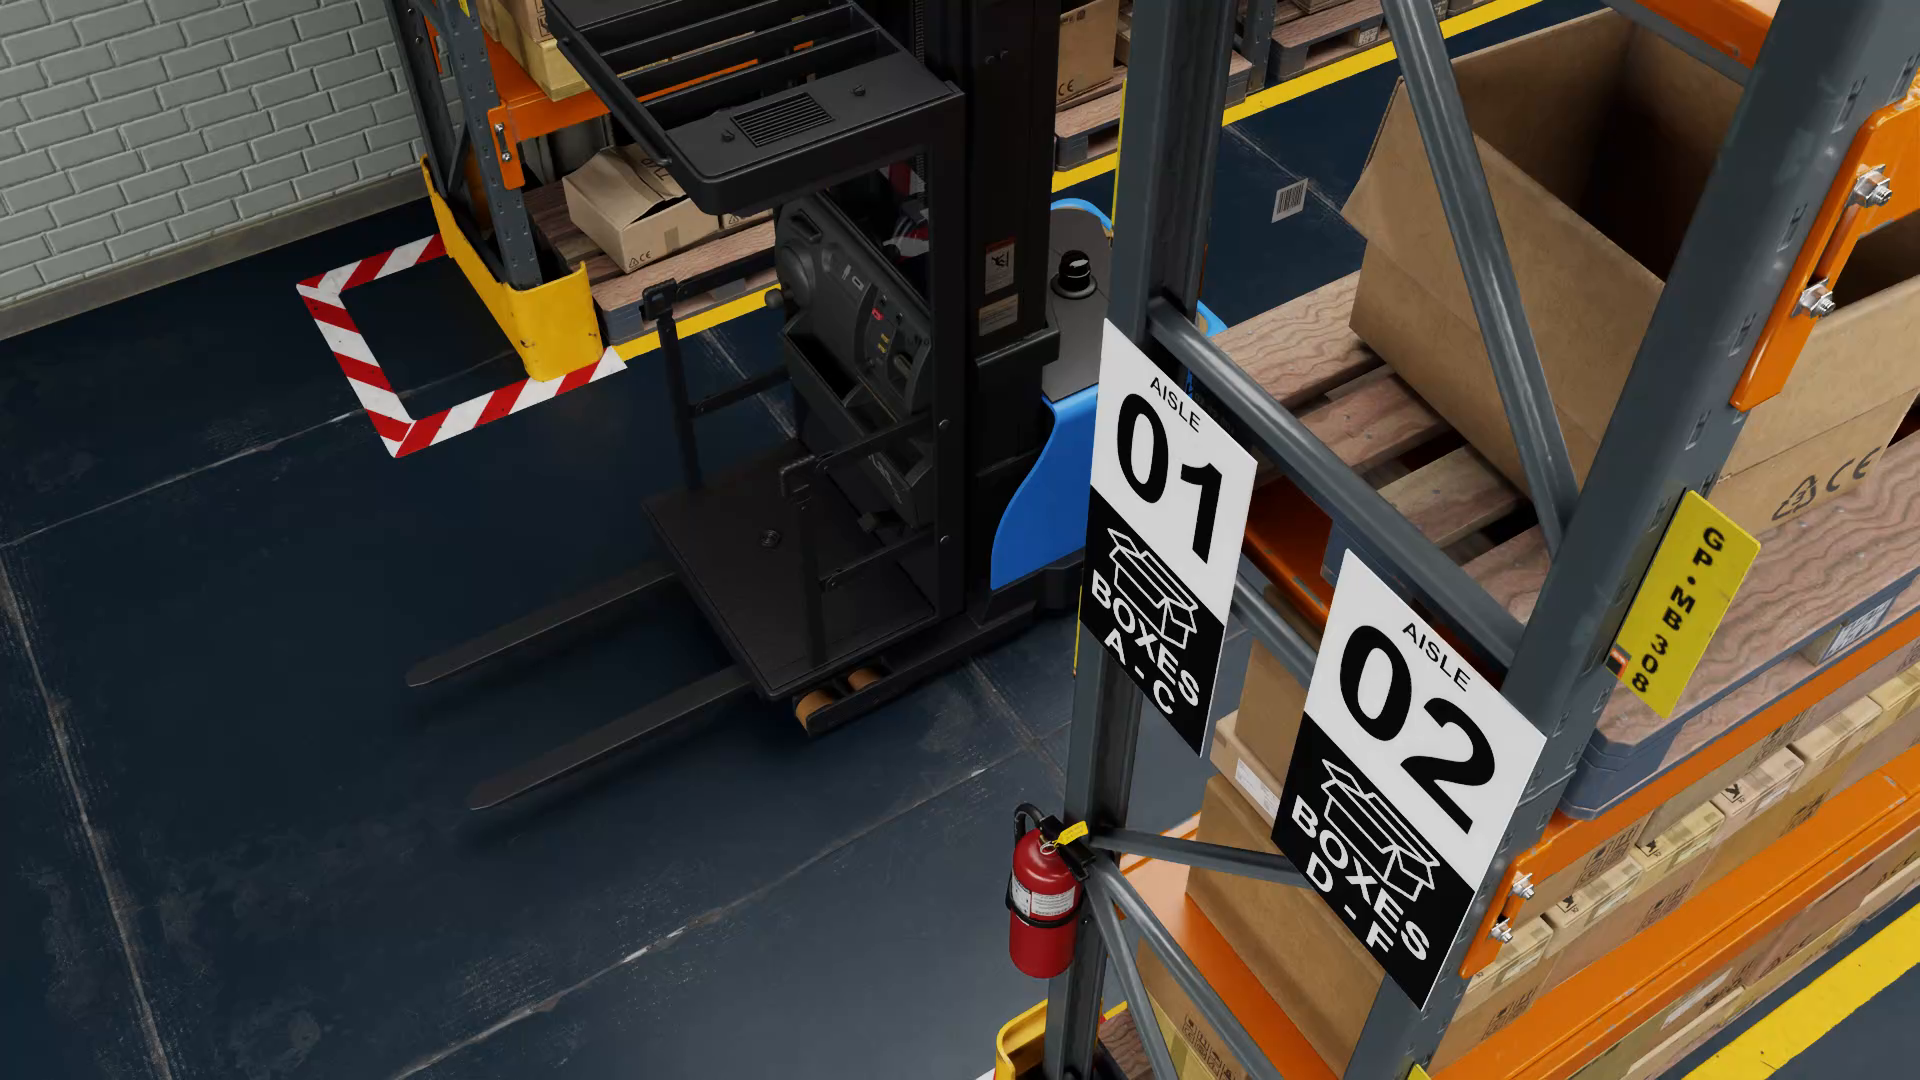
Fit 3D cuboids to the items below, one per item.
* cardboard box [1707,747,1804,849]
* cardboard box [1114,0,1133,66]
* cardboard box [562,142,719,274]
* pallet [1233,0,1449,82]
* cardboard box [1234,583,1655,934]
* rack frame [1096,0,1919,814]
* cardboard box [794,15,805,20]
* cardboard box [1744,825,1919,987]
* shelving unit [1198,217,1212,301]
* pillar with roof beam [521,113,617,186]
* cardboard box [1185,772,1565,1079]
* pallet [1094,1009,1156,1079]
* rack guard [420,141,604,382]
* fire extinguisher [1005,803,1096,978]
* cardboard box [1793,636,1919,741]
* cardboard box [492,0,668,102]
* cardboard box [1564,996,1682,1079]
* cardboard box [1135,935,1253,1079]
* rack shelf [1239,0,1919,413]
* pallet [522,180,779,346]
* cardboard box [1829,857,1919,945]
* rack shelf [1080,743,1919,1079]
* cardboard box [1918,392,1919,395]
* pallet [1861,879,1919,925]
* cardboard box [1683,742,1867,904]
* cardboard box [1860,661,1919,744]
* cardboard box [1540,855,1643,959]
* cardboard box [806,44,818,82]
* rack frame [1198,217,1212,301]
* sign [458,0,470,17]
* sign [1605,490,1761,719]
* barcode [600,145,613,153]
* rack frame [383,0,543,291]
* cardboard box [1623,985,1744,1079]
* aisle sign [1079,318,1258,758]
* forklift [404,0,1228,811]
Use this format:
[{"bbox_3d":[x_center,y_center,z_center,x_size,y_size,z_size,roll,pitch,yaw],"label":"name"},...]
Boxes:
[{"bbox_3d":[1.652,0.470,3.766,0.250,0.149,0.380,-26,53,-21],"label":"cardboard box"},{"bbox_3d":[0.857,-2.649,8.648,0.250,0.166,0.380,-32,56,-25],"label":"cardboard box"},{"bbox_3d":[-1.456,-1.554,7.576,0.500,0.311,0.500,-31,55,-25],"label":"cardboard box"},{"bbox_3d":[1.952,-3.061,9.280,1.213,0.211,1.003,-25,53,-21],"label":"pallet"},{"bbox_3d":[1.004,0.381,3.412,0.500,0.500,0.700,-25,53,-21],"label":"cardboard box"},{"bbox_3d":[0.557,-0.951,1.516,0.127,3.000,1.000,-25,53,-21],"label":"rack frame"},{"bbox_3d":[-0.641,-2.449,6.955,0.500,0.250,0.500,-26,53,-21],"label":"cardboard box"},{"bbox_3d":[2.400,0.901,4.943,0.500,0.500,0.500,-25,53,-21],"label":"cardboard box"},{"bbox_3d":[0.807,-0.877,6.773,0.252,1.050,0.215,-35,57,-27],"label":"shelving unit"},{"bbox_3d":[0.338,-2.184,2.615,0.400,9.000,9.100,-25,53,-21],"label":"pillar with roof beam"},{"bbox_3d":[0.959,0.833,3.878,0.500,0.500,0.700,-25,53,-21],"label":"cardboard box"},{"bbox_3d":[1.182,1.640,5.093,1.213,0.211,1.003,-25,53,-21],"label":"pallet"},{"bbox_3d":[-2.025,-1.282,7.502,0.348,0.500,1.175,-25,53,-21],"label":"rack guard"},{"bbox_3d":[0.209,0.824,4.005,0.183,0.674,0.296,-25,53,-21],"label":"fire extinguisher"},{"bbox_3d":[1.871,-0.034,3.781,0.500,0.500,0.700,-25,53,-21],"label":"cardboard box"},{"bbox_3d":[-1.507,-2.034,6.585,0.500,0.250,0.500,-27,54,-22],"label":"cardboard box"},{"bbox_3d":[1.551,1.296,4.590,0.500,0.500,0.500,-25,53,-21],"label":"cardboard box"},{"bbox_3d":[0.852,1.168,4.704,0.500,0.500,0.500,-25,53,-21],"label":"cardboard box"},{"bbox_3d":[2.249,-1.376,2.644,4.000,0.370,1.077,-25,53,-21],"label":"rack shelf"},{"bbox_3d":[-1.319,-1.487,7.878,1.213,0.211,1.003,-25,53,-21],"label":"pallet"},{"bbox_3d":[2.822,0.950,5.401,0.500,0.250,0.500,-25,53,-21],"label":"cardboard box"},{"bbox_3d":[2.249,0.487,4.735,4.000,0.370,1.077,-25,53,-21],"label":"rack shelf"},{"bbox_3d":[1.646,-0.413,2.840,0.250,0.149,0.380,-25,53,-21],"label":"cardboard box"},{"bbox_3d":[3.245,0.668,5.959,1.213,0.211,1.003,-25,53,-21],"label":"pallet"},{"bbox_3d":[1.824,0.427,4.240,0.500,0.500,0.700,-25,53,-21],"label":"cardboard box"},{"bbox_3d":[2.092,0.261,3.953,0.250,0.149,0.380,-26,53,-21],"label":"cardboard box"},{"bbox_3d":[1.226,0.668,3.590,0.250,0.149,0.380,-27,53,-22],"label":"cardboard box"},{"bbox_3d":[-0.327,-2.105,7.940,0.500,0.500,0.700,-28,54,-23],"label":"cardboard box"},{"bbox_3d":[0.896,-0.939,6.829,0.008,1.050,0.200,-35,57,-27],"label":"rack frame"},{"bbox_3d":[-1.799,-2.028,5.913,0.005,0.325,0.100,-25,53,-21],"label":"sign"},{"bbox_3d":[0.848,0.083,1.966,0.005,0.325,0.100,-25,53,-21],"label":"sign"},{"bbox_3d":[-1.654,-1.817,7.804,0.075,0.075,0.001,-25,53,-21],"label":"barcode"},{"bbox_3d":[-2.089,-2.083,6.542,0.127,3.000,1.000,-25,53,-21],"label":"rack frame"},{"bbox_3d":[1.974,1.345,5.049,0.500,0.250,0.500,-25,53,-21],"label":"cardboard box"},{"bbox_3d":[0.345,0.020,2.928,0.004,0.787,0.394,-25,53,-21],"label":"aisle sign"},{"bbox_3d":[-0.535,-0.726,5.379,3.031,2.935,1.130,-25,53,-21],"label":"forklift"}]
